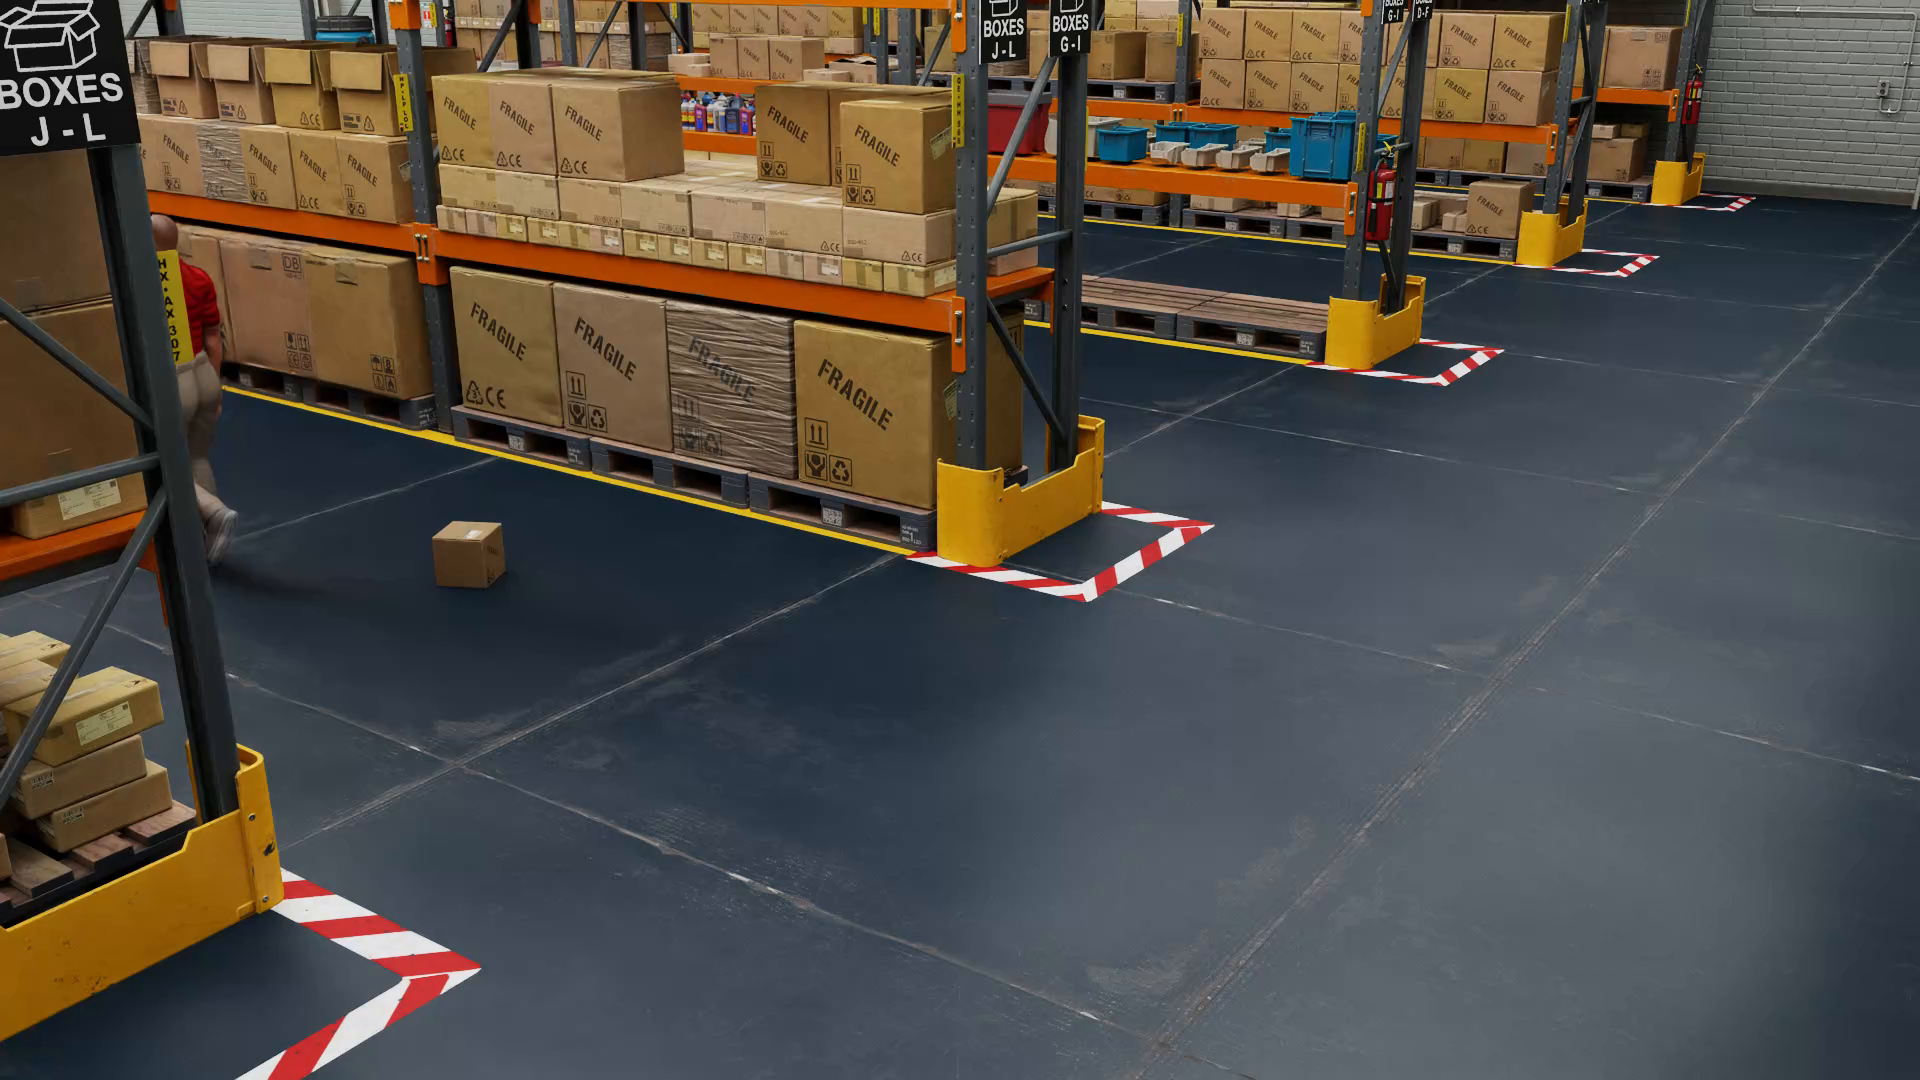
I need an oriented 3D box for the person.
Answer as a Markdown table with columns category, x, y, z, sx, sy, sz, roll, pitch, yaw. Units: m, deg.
| category | x | y | z | sx | sy | sz | roll | pitch | yaw |
| --- | --- | --- | --- | --- | --- | --- | --- | --- | --- |
| person | -3.746 | -0.699 | 7.977 | 0.577 | 1.713 | 0.554 | 5 | 20 | 15 |
